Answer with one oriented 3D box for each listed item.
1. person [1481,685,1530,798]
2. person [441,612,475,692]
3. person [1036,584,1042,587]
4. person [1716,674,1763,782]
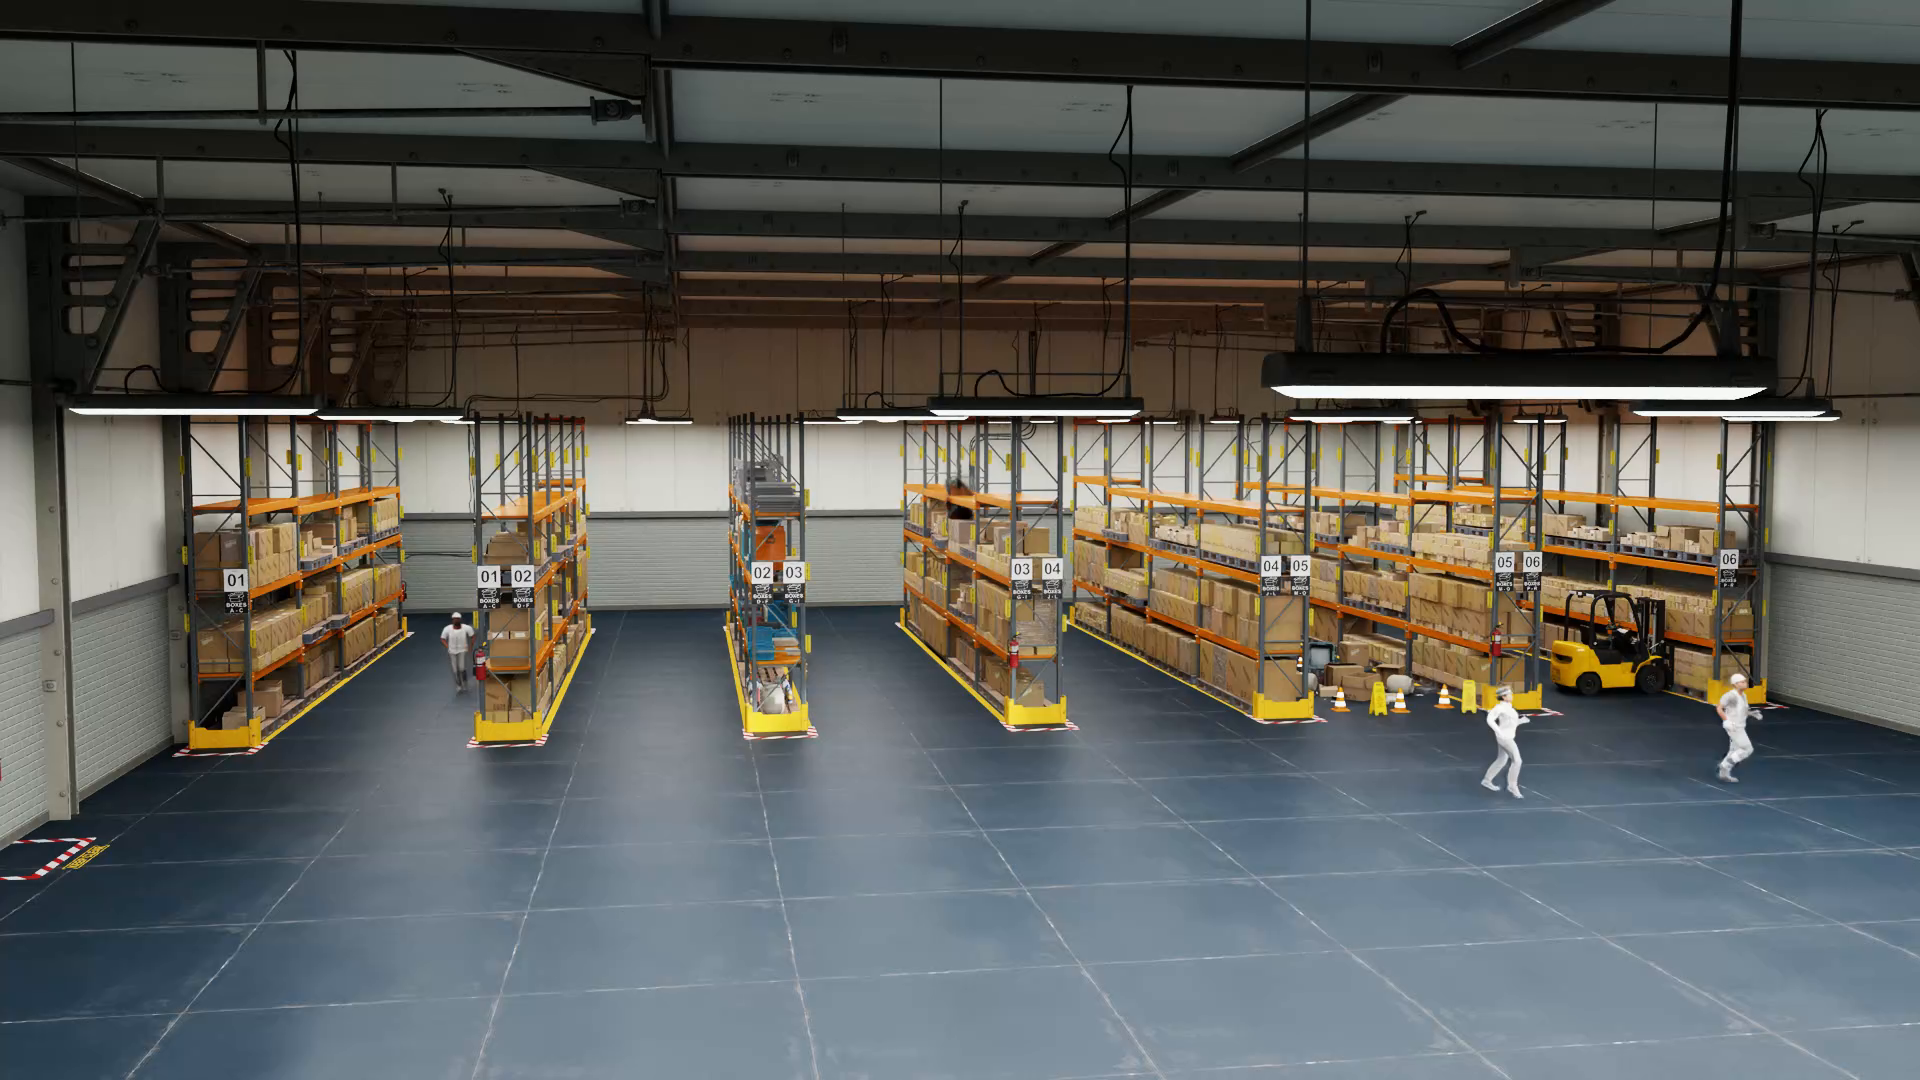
[{"bbox_3d":[8.469,3.121,25.811,0.695,1.753,0.593,2,4,25],"label":"person"},{"bbox_3d":[-10.794,2.421,35.695,0.694,1.738,0.621,-1,4,-7],"label":"person"},{"bbox_3d":[2.209,1.548,48.956,0.707,1.711,0.675,4,5,45],"label":"person"},{"bbox_3d":[12.541,3.021,26.723,0.601,1.748,0.632,3,5,39],"label":"person"}]
